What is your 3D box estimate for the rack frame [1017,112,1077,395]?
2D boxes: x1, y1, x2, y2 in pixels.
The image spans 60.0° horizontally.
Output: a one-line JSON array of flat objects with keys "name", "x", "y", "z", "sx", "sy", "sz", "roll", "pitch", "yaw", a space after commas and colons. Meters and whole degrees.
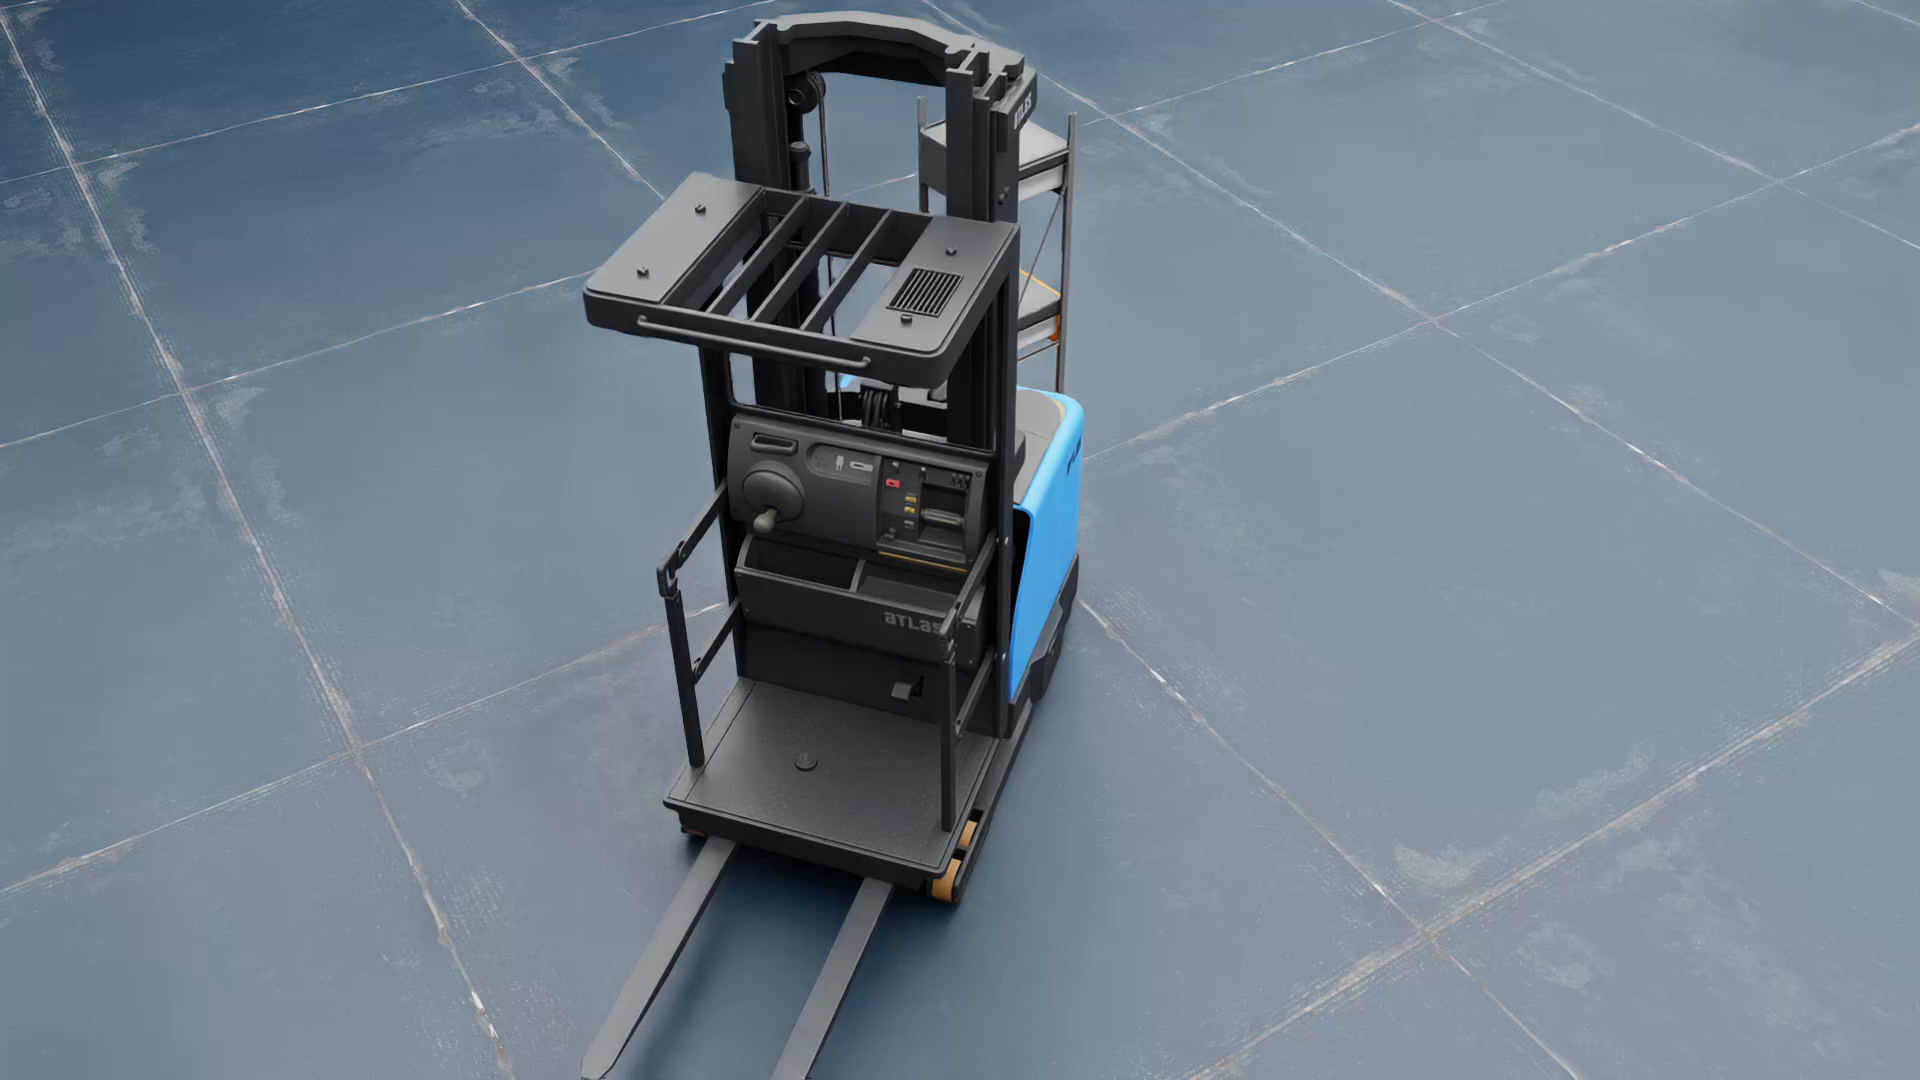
[{"name": "rack frame", "x": 0.296, "y": -0.777, "z": 7.042, "sx": 0.400, "sy": 2.100, "sz": 0.015, "roll": -27, "pitch": 47, "yaw": -29}]

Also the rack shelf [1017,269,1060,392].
[{"name": "rack shelf", "x": 0.143, "y": -0.888, "z": 7.197, "sx": 0.431, "sy": 0.518, "sz": 0.480, "roll": -27, "pitch": 47, "yaw": -29}]

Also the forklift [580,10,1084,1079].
[{"name": "forklift", "x": -0.428, "y": -0.085, "z": 5.562, "sx": 1.130, "sy": 2.935, "sz": 3.031, "roll": 12, "pitch": 41, "yaw": 14}]

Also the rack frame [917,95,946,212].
[{"name": "rack frame", "x": -0.009, "y": -1.020, "z": 7.334, "sx": 0.400, "sy": 2.100, "sz": 0.015, "roll": -27, "pitch": 47, "yaw": -29}]

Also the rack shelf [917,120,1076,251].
[{"name": "rack shelf", "x": 0.143, "y": -1.426, "z": 6.749, "sx": 0.431, "sy": 0.518, "sz": 0.480, "roll": -27, "pitch": 47, "yaw": -29}]

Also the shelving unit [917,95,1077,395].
[{"name": "shelving unit", "x": 0.143, "y": -0.899, "z": 7.188, "sx": 0.431, "sy": 2.100, "sz": 0.503, "roll": -27, "pitch": 47, "yaw": -29}]
